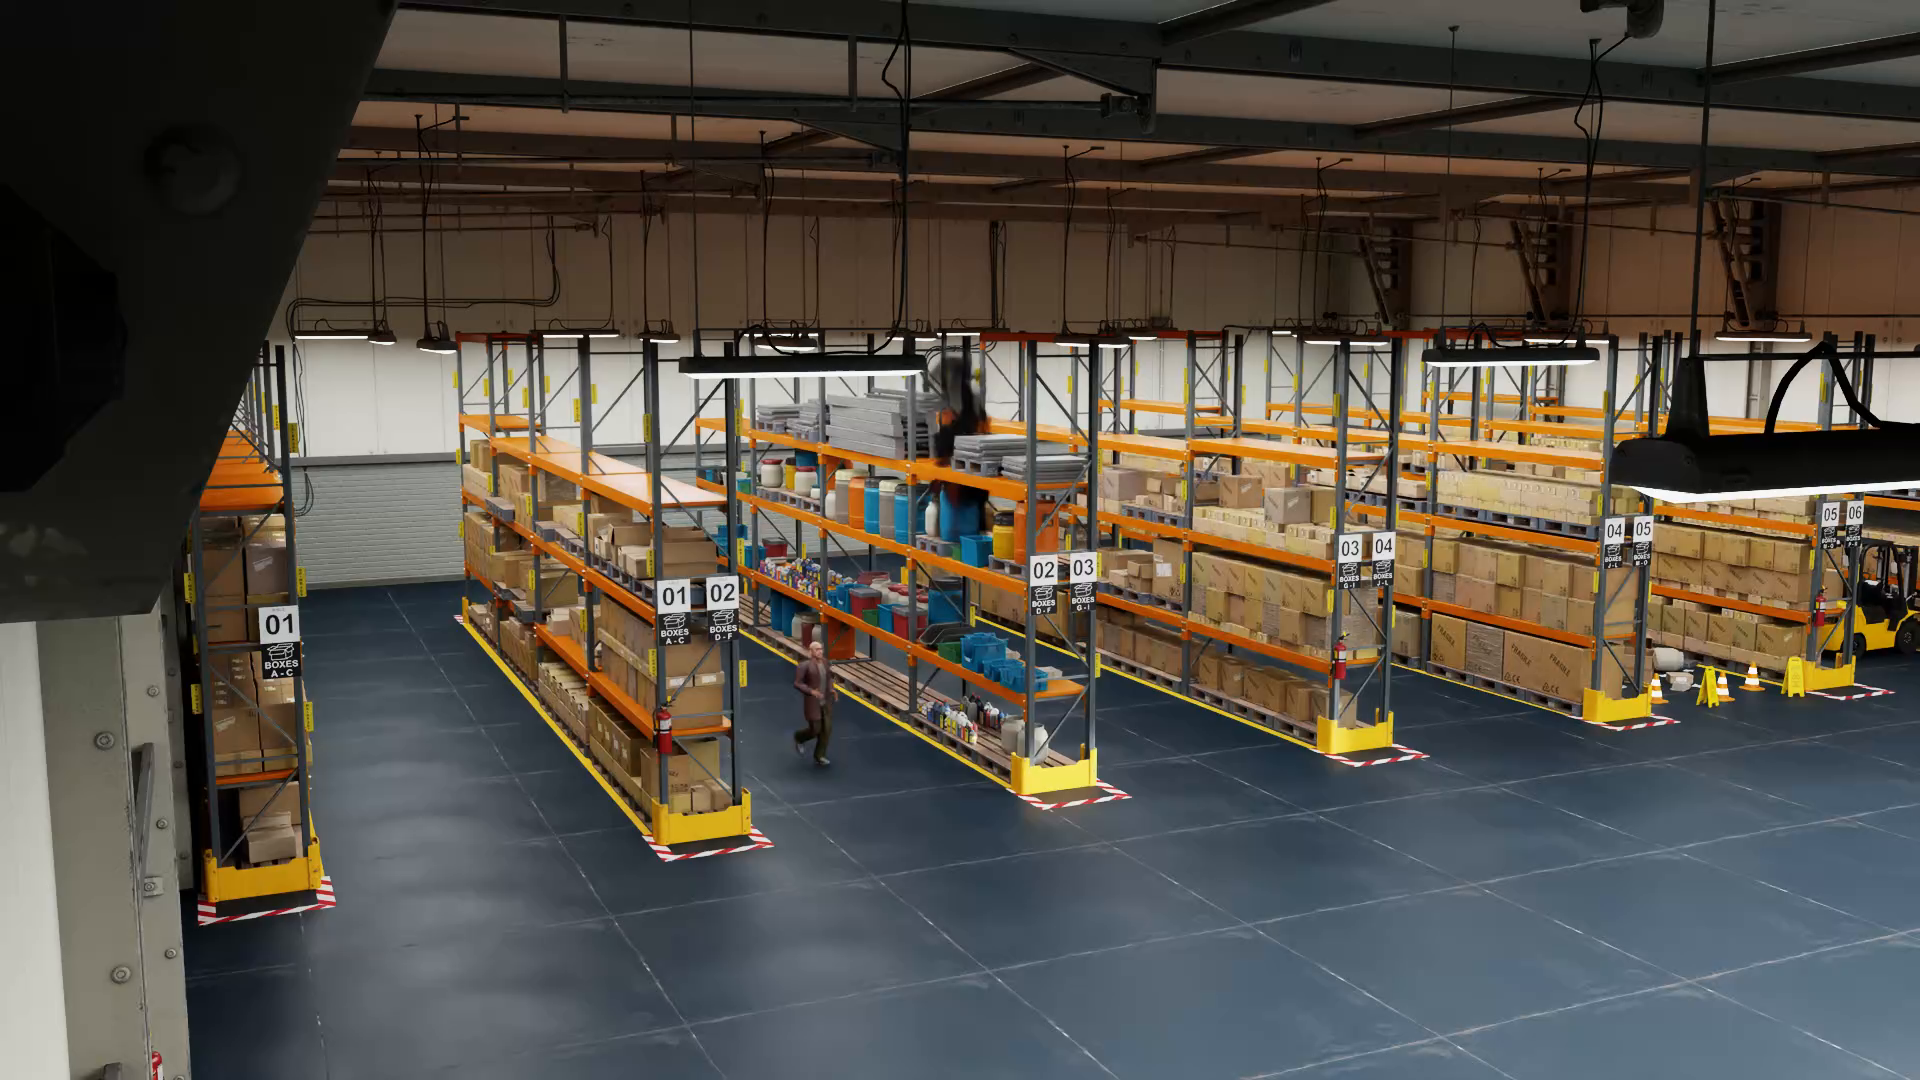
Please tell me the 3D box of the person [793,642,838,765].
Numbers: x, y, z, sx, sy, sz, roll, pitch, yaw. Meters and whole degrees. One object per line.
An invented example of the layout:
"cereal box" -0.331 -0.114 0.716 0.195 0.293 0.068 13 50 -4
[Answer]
"person" -2.058 2.341 23.595 0.703 1.662 0.725 -7 10 -42
